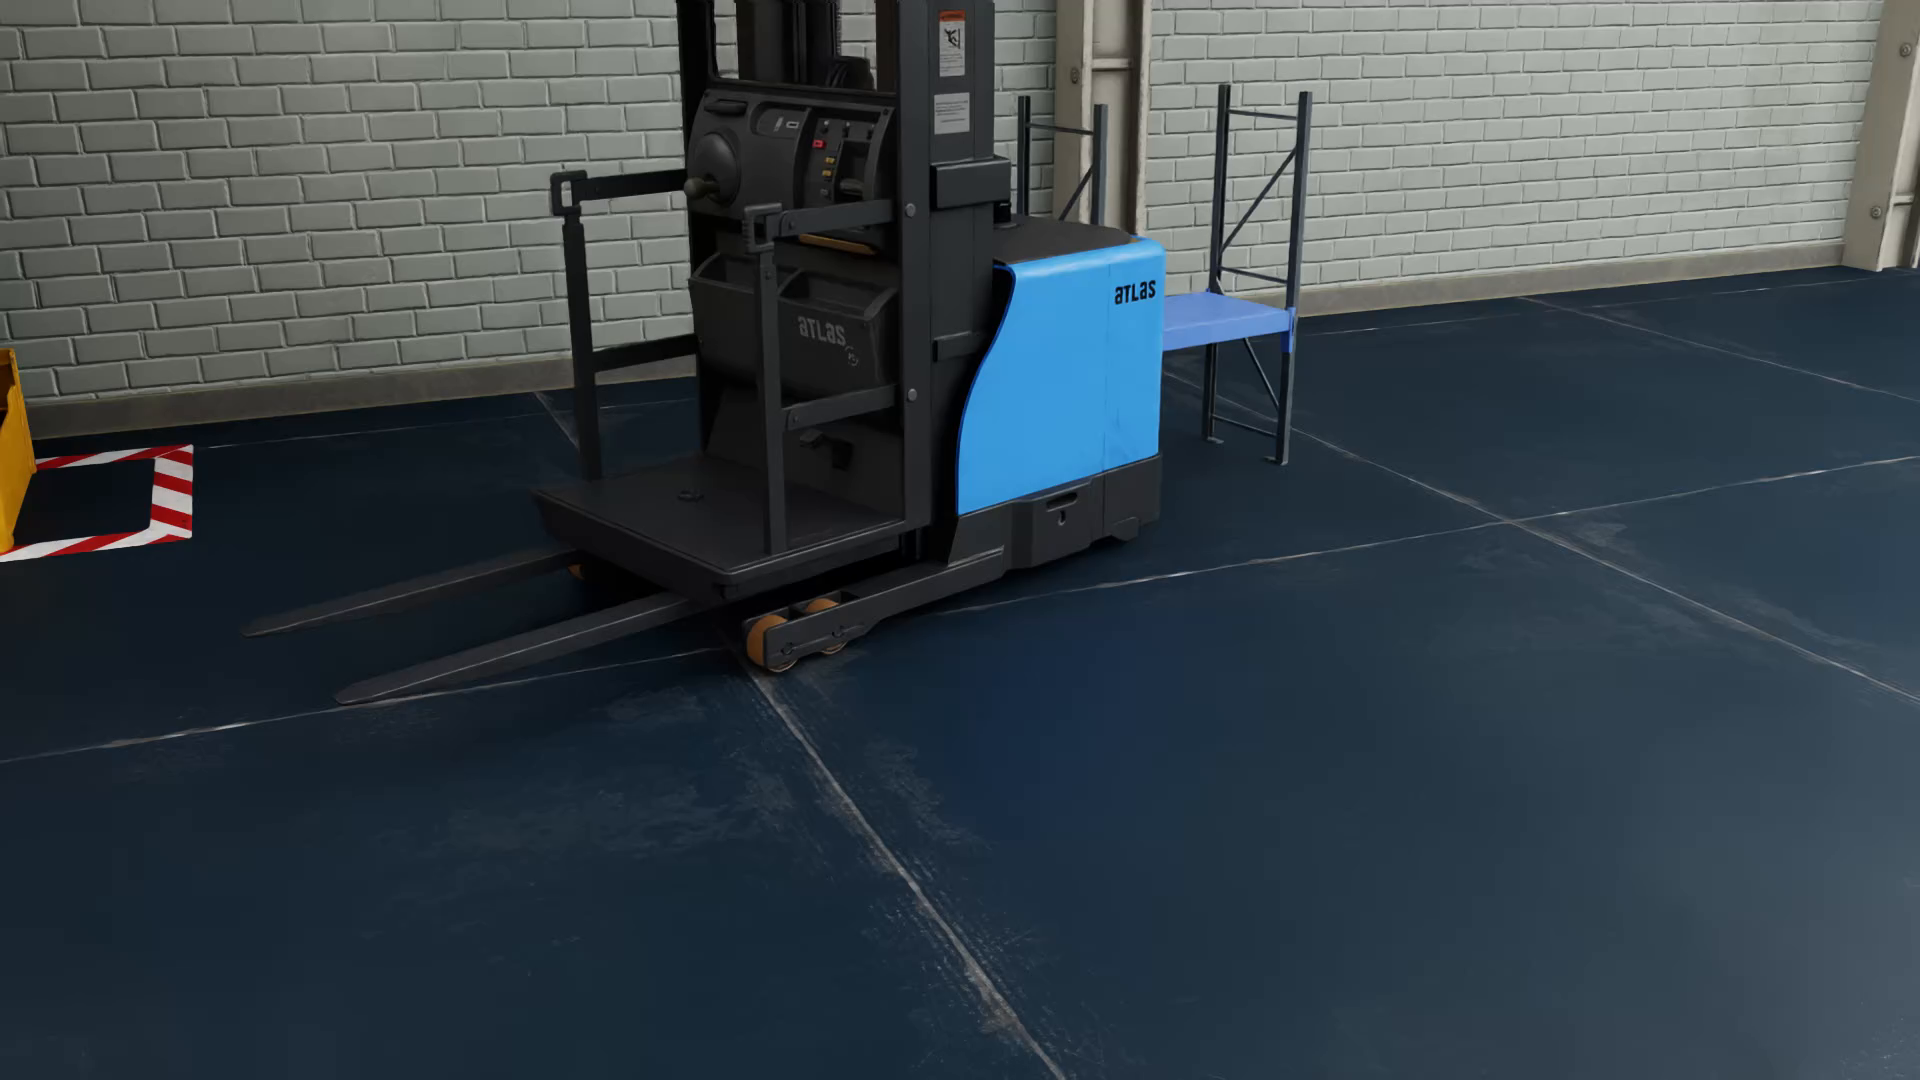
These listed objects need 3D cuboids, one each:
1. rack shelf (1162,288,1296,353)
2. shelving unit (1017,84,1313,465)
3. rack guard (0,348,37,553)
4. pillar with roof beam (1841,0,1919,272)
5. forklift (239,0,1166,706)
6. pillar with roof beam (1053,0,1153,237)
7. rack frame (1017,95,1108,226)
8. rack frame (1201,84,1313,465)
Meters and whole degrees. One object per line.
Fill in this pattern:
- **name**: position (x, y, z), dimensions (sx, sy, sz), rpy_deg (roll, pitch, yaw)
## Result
- **rack shelf**: position (0.791, -0.825, 6.647), dimensions (1.000, 0.185, 0.538), rpy_deg (-13, 23, -32)
- **shelving unit**: position (0.791, -0.994, 6.587), dimensions (1.048, 1.500, 0.538), rpy_deg (-13, 23, -32)
- **rack guard**: position (-3.753, -0.345, 6.249), dimensions (0.348, 0.500, 1.175), rpy_deg (-8, 21, -22)
- **pillar with roof beam**: position (7.952, -4.800, 6.104), dimensions (0.400, 9.000, 9.100), rpy_deg (-8, 21, -22)
- **forklift**: position (-0.686, -1.186, 4.977), dimensions (3.031, 2.935, 1.130), rpy_deg (-18, 26, -41)
- **pillar with roof beam**: position (2.443, -4.010, 3.862), dimensions (0.400, 9.000, 9.100), rpy_deg (-8, 21, -22)
- **rack frame**: position (0.371, -0.899, 6.317), dimensions (0.032, 1.500, 0.500), rpy_deg (-13, 23, -32)
- **rack frame**: position (1.210, -1.089, 6.858), dimensions (0.032, 1.500, 0.500), rpy_deg (-13, 23, -32)
